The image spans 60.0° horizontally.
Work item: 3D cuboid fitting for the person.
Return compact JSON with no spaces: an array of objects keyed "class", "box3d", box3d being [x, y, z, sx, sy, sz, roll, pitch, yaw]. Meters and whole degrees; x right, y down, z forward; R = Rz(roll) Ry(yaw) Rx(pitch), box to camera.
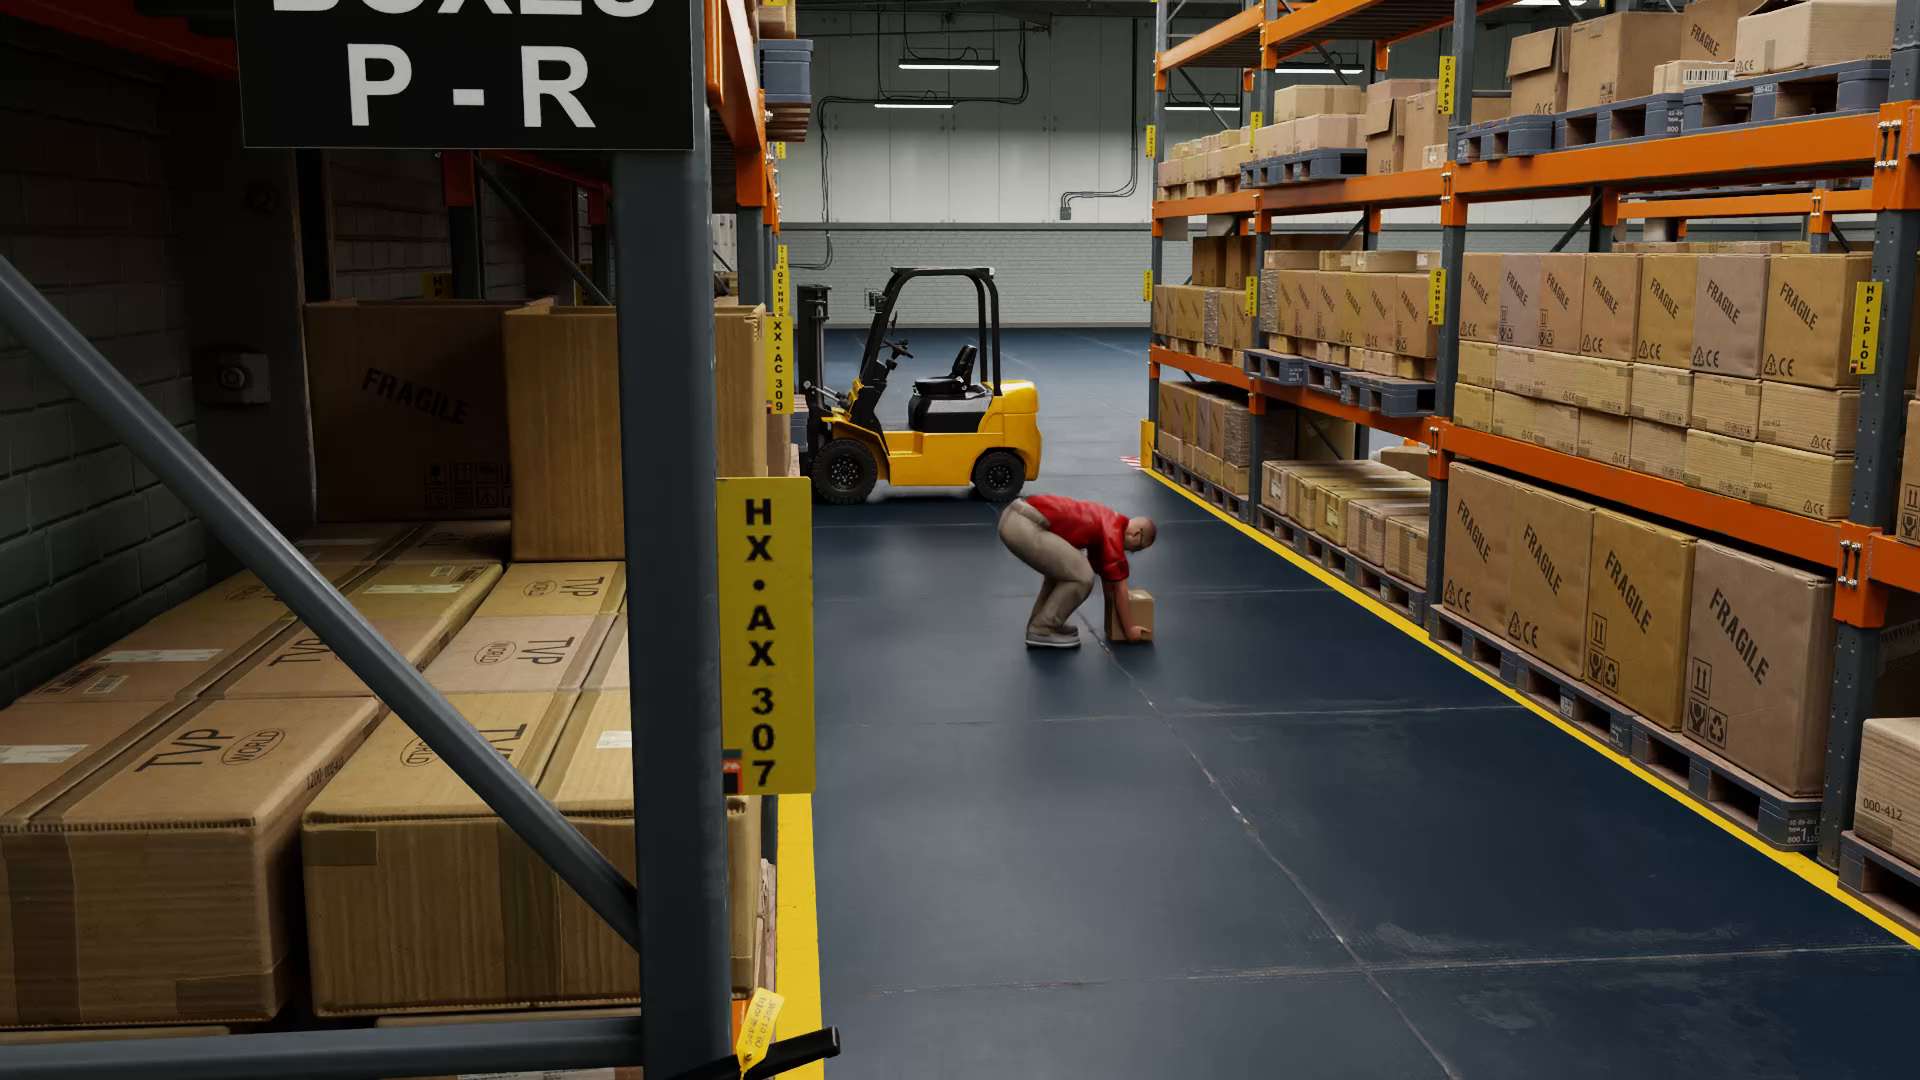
[{"class":"person","box3d":[0.705,0.167,9.920,0.956,0.894,0.529,-2,10,-9]}]
